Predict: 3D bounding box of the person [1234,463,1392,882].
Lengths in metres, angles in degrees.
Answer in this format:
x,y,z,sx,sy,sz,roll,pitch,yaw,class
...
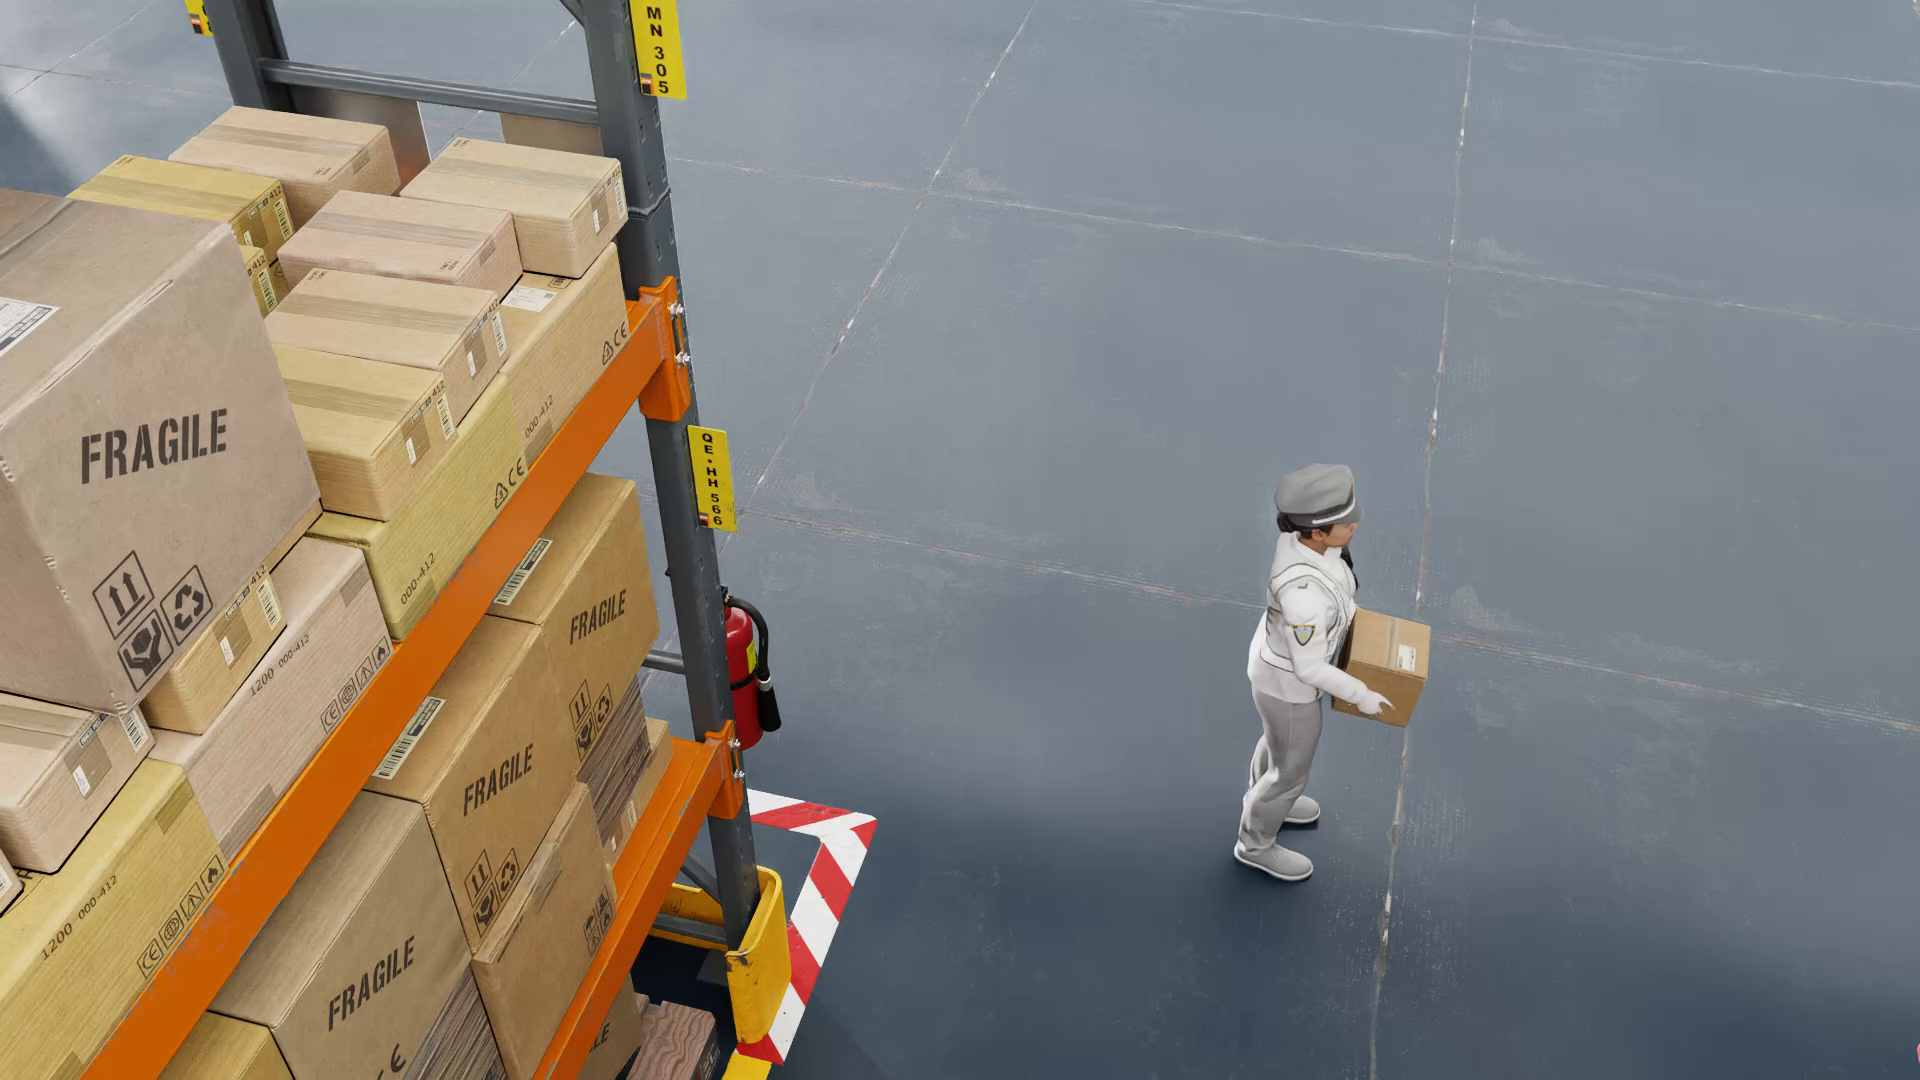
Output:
x,y,z,sx,sy,sz,roll,pitch,yaw,class
1.213,0.459,5.611,0.489,1.692,0.489,10,42,11,person
